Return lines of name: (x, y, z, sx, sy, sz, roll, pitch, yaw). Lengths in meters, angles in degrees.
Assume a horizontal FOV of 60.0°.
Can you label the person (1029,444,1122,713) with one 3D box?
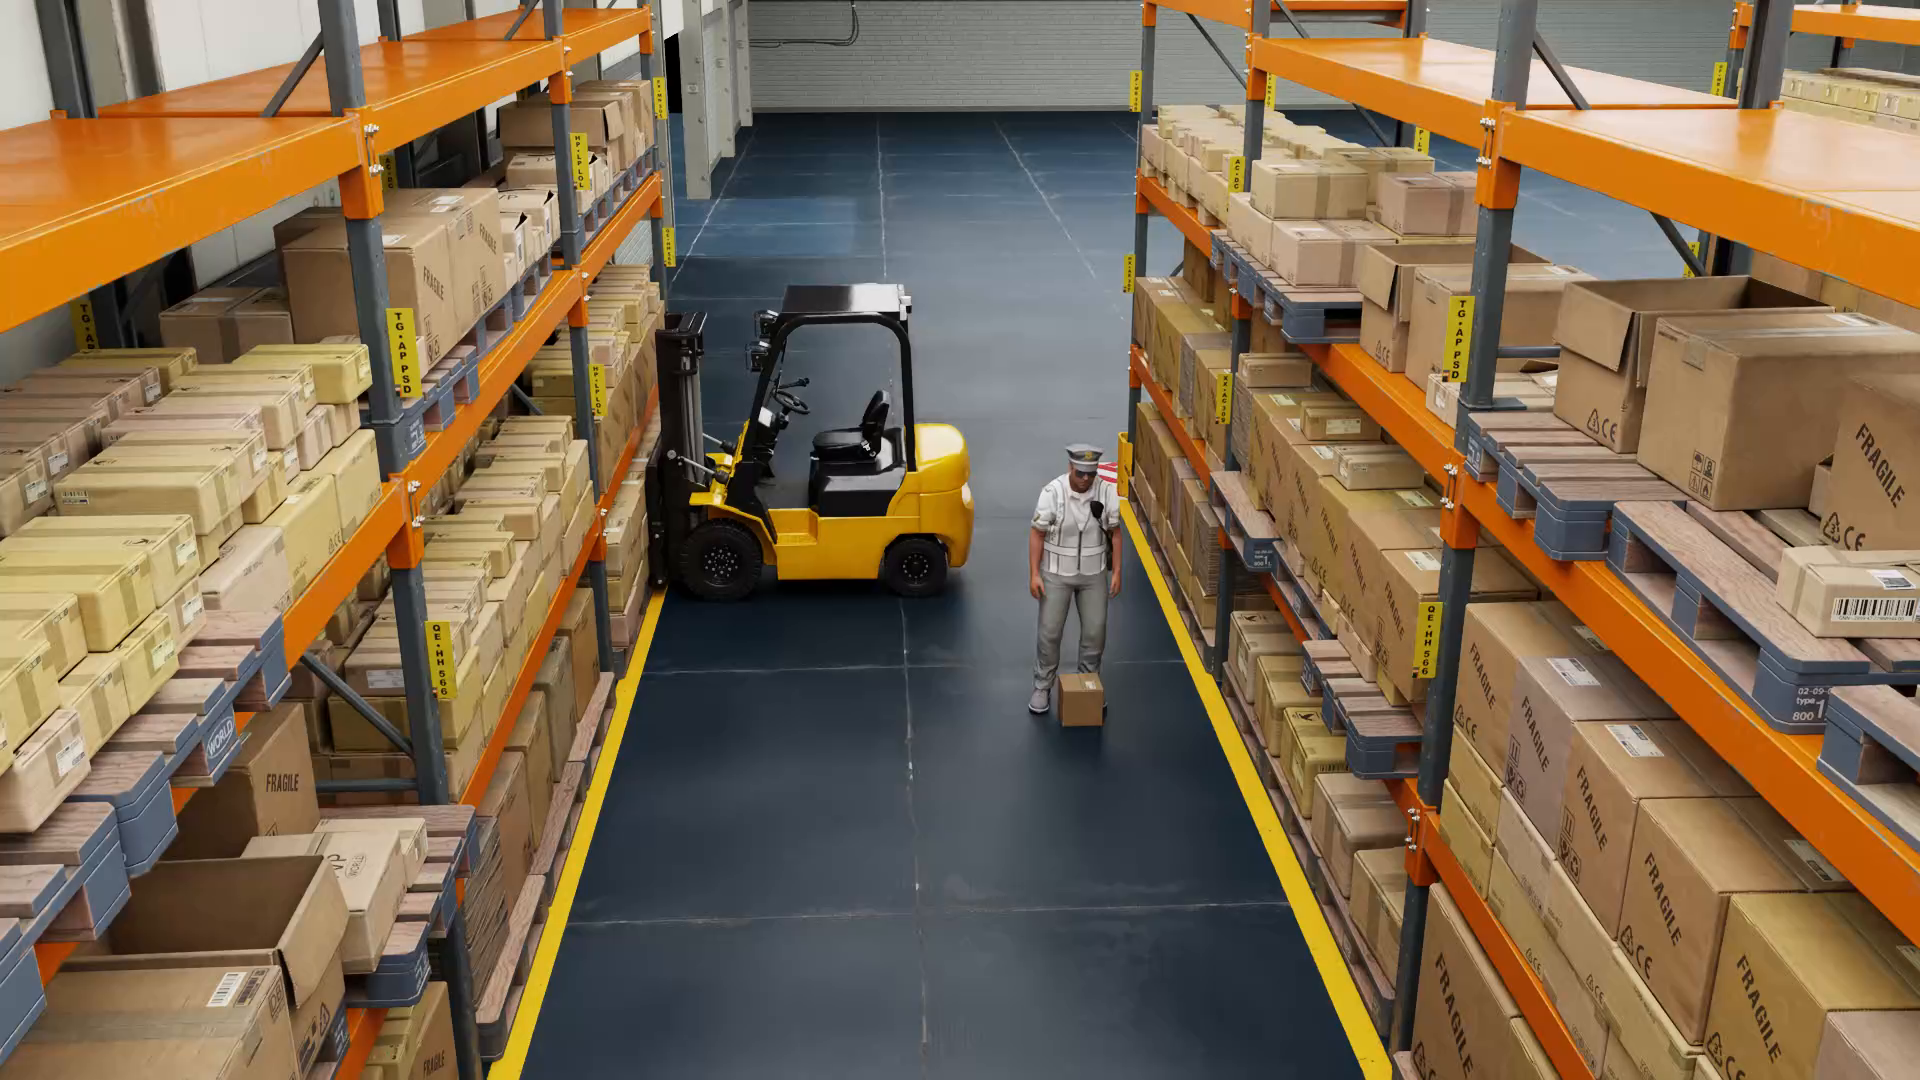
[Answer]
person: (0.725, 0.211, 10.492, 0.595, 1.748, 0.434, -2, 20, -5)
